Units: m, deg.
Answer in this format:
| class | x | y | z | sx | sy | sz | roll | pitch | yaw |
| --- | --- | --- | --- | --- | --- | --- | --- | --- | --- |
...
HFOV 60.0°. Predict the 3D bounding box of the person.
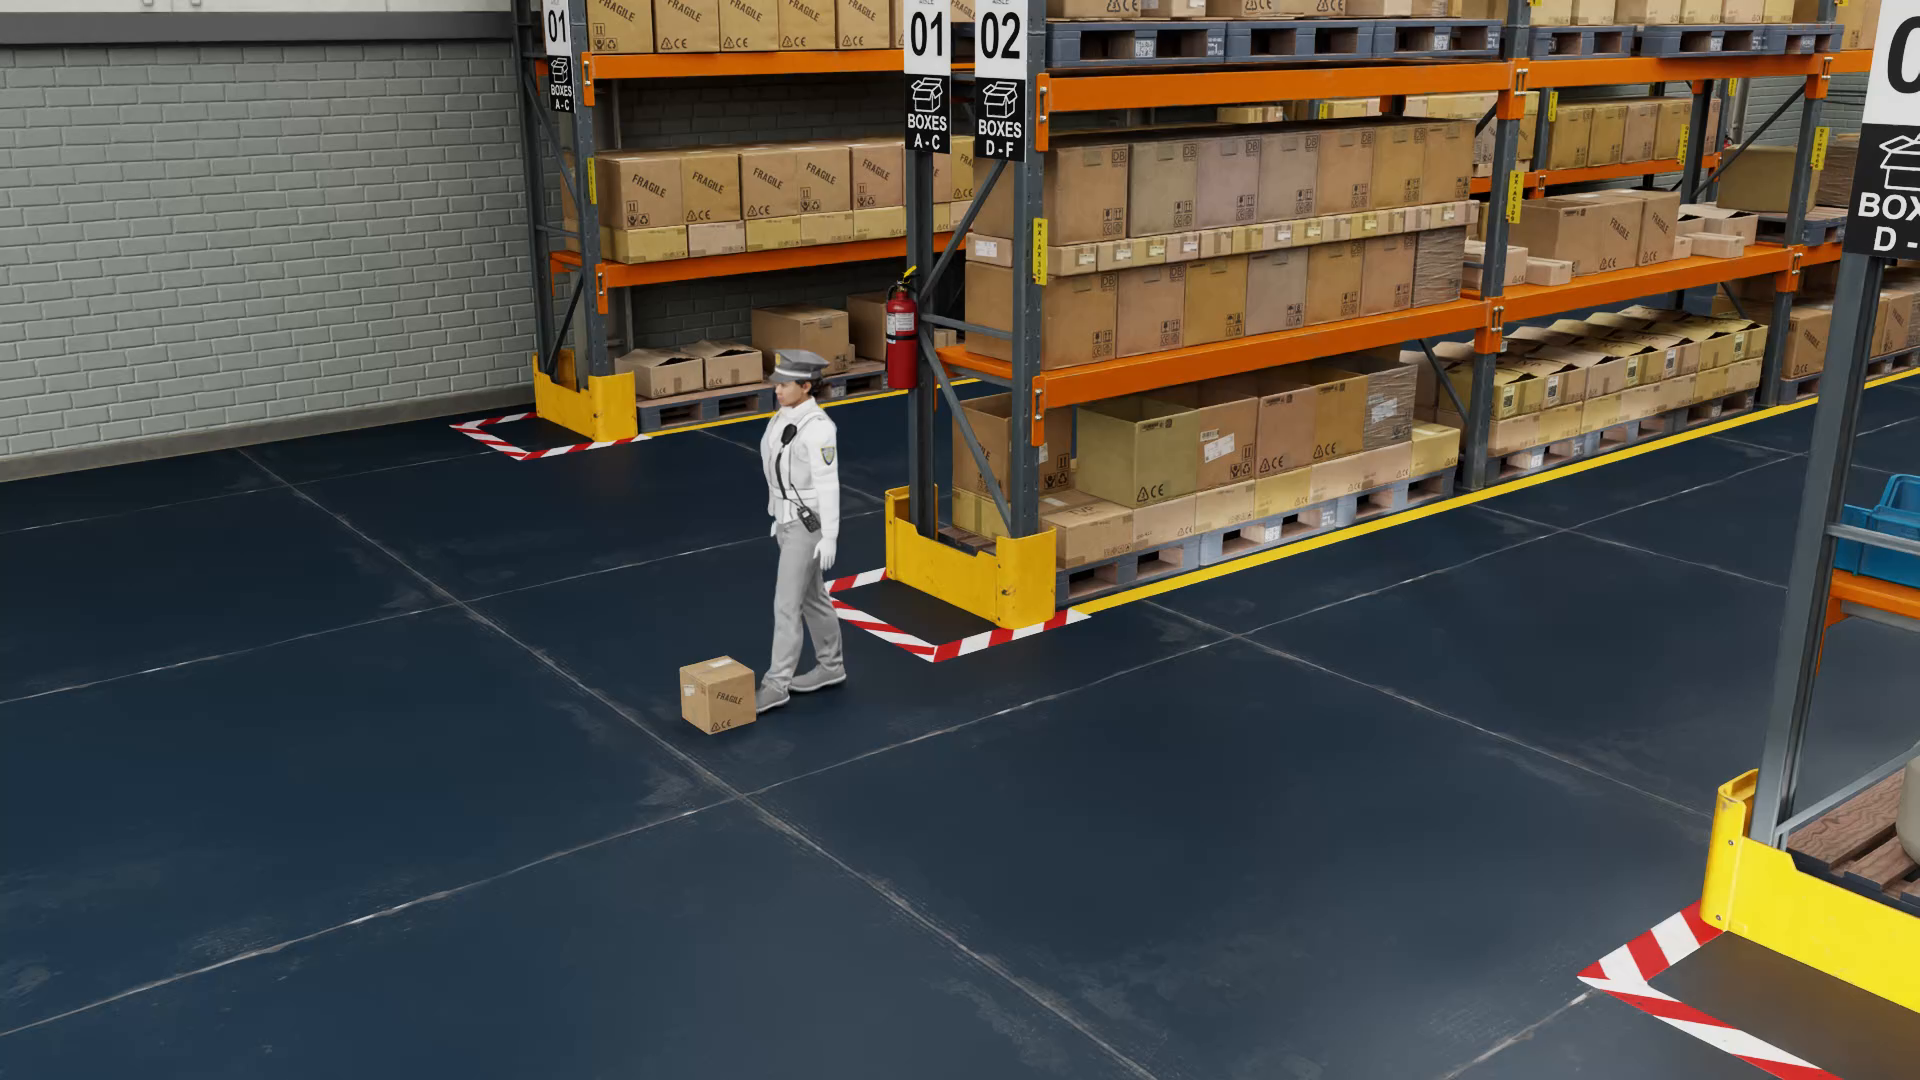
| class | x | y | z | sx | sy | sz | roll | pitch | yaw |
| --- | --- | --- | --- | --- | --- | --- | --- | --- | --- |
| person | -0.824 | -0.058 | 7.673 | 0.611 | 1.668 | 0.503 | -7 | 19 | -22 |
